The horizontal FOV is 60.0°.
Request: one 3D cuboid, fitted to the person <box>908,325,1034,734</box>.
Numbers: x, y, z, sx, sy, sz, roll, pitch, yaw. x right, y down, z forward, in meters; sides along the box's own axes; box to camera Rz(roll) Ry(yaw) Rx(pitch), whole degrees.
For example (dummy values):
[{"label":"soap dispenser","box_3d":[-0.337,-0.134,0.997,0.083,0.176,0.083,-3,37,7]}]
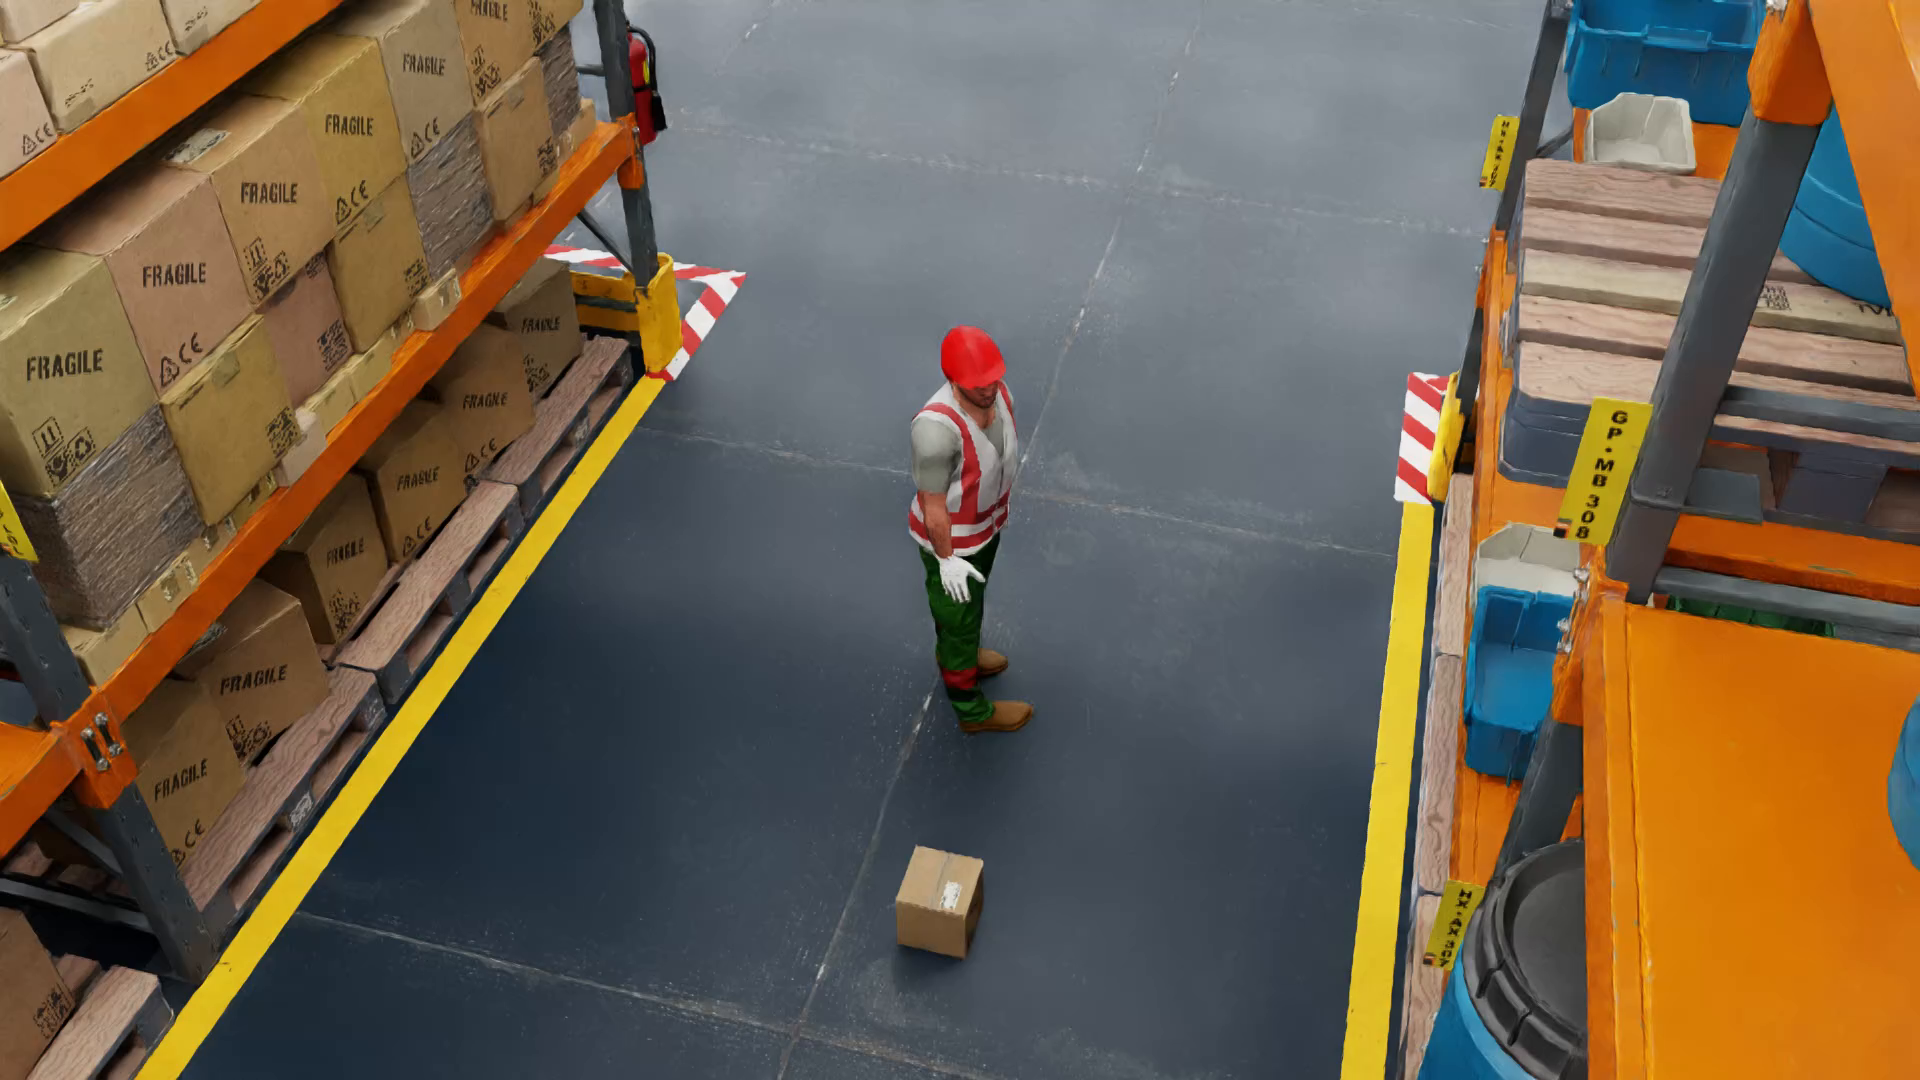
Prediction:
[{"label":"person","box_3d":[0.069,-0.034,6.148,0.525,1.792,0.575,21,45,23]}]
